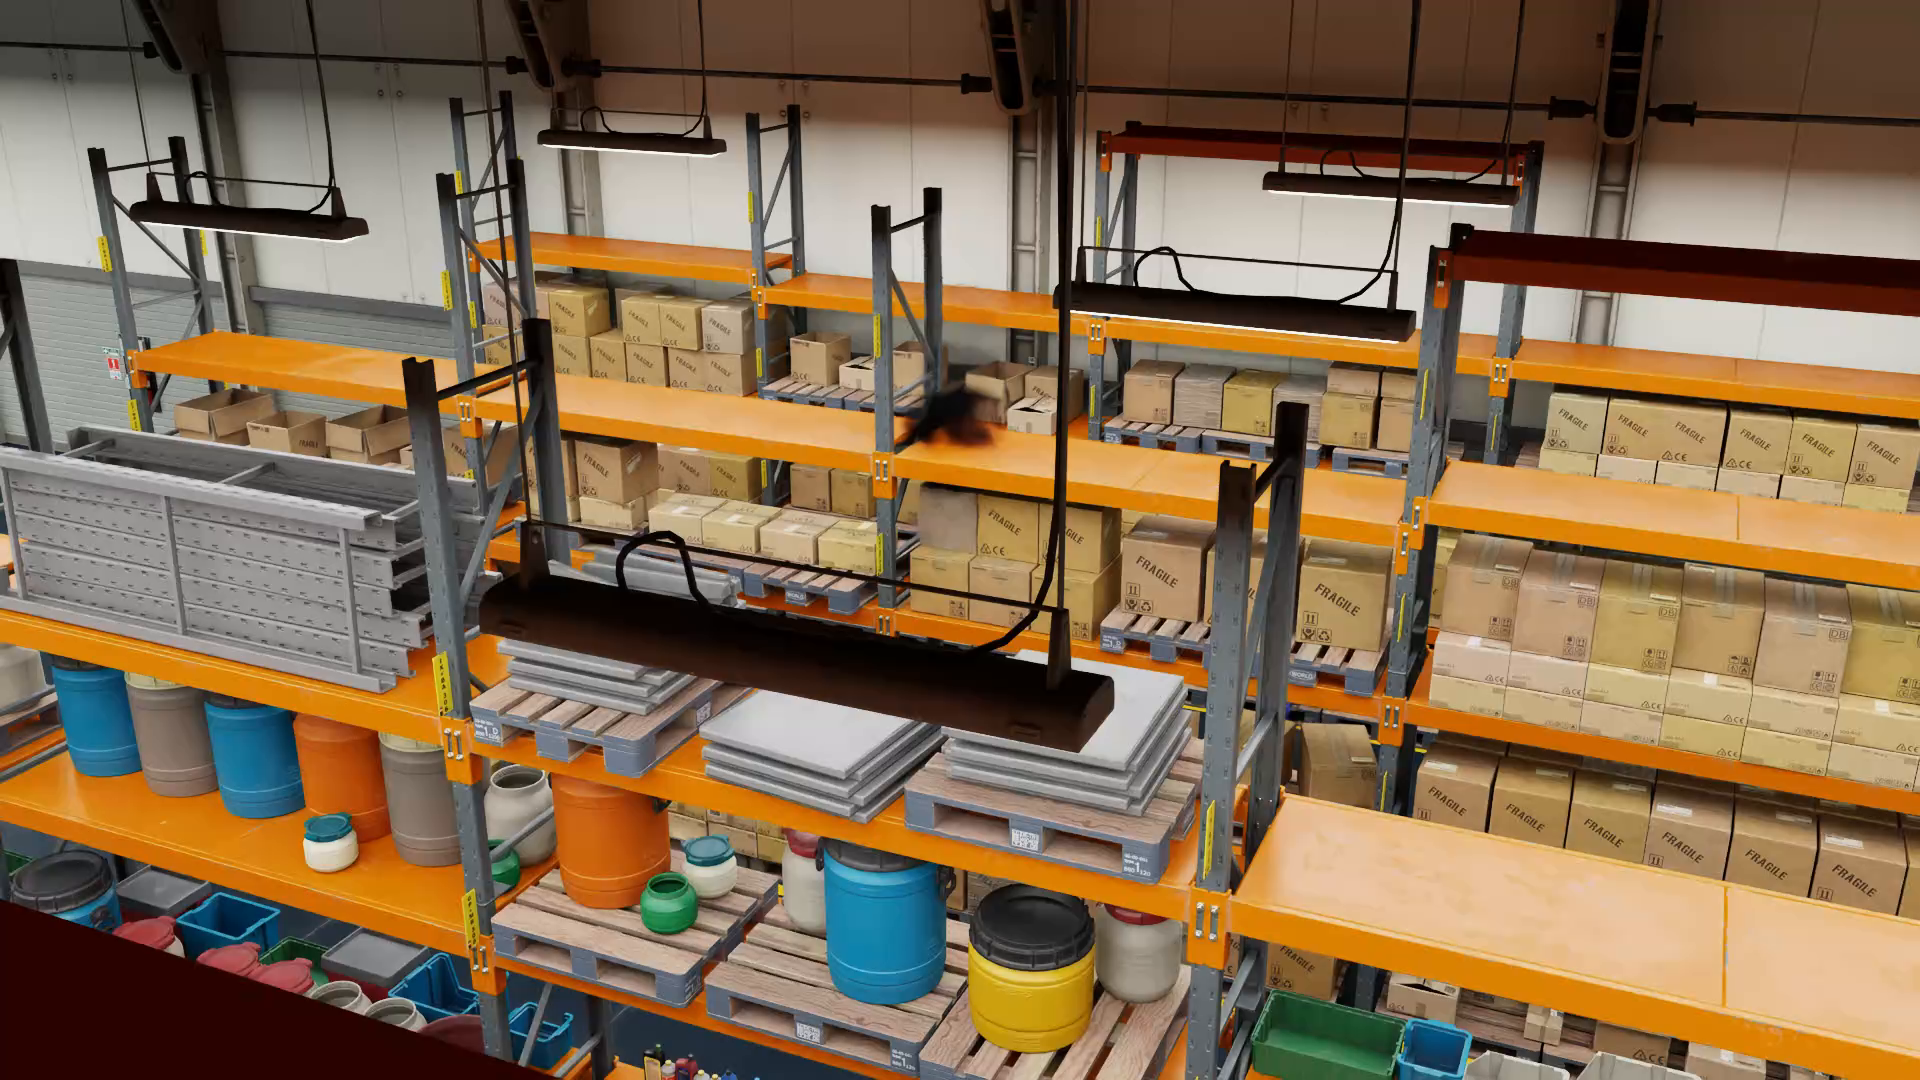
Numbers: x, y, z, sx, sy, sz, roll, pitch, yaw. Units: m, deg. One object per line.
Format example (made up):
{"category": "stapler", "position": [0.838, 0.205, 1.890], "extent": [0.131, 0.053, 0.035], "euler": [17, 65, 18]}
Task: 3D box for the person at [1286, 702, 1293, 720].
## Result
{"category": "person", "position": [2.789, 1.792, 14.855], "extent": [0.456, 1.617, 0.565], "euler": [8, 22, 19]}
